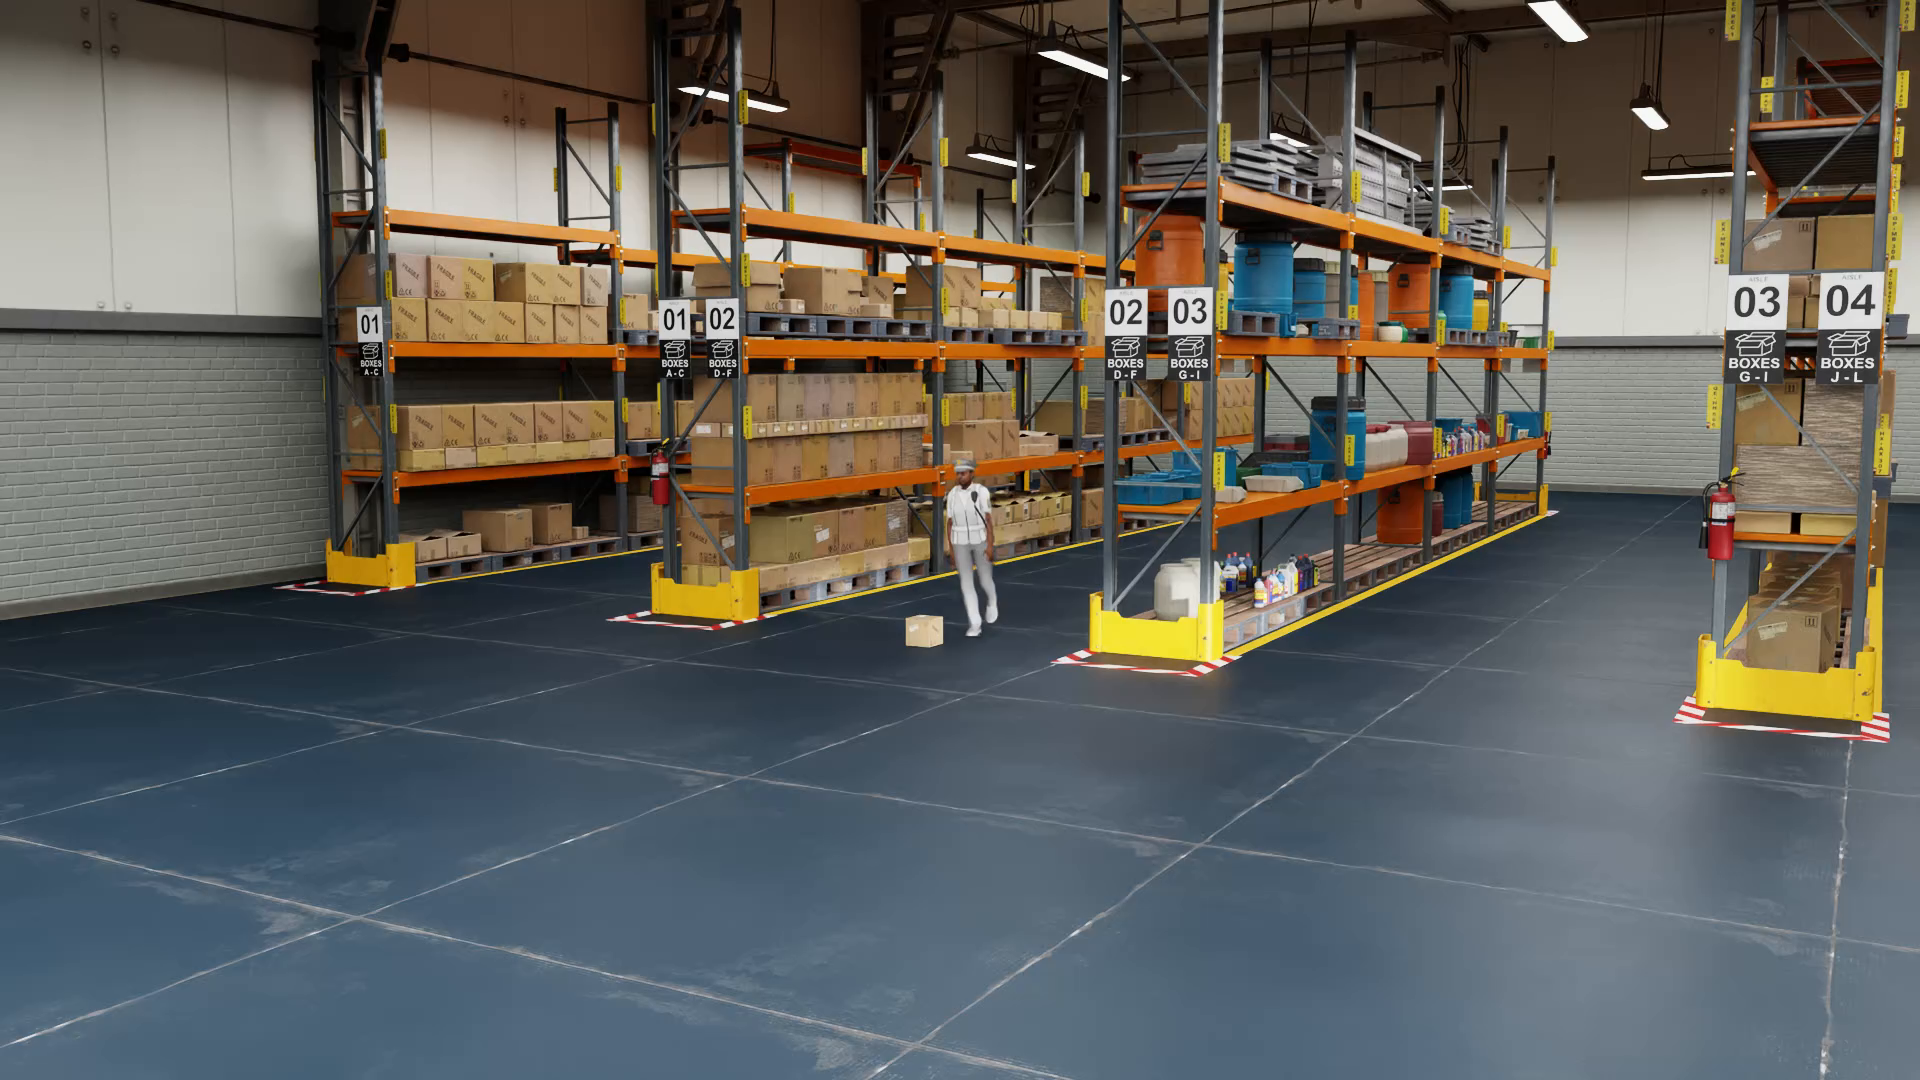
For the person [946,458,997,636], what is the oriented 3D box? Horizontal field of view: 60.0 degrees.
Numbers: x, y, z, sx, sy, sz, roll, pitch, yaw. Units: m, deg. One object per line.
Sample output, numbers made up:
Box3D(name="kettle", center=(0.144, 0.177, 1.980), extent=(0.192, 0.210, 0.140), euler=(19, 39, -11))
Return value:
Box3D(name="person", center=(0.106, 0.048, 15.820), extent=(0.479, 1.664, 0.686), euler=(1, 6, 10))
